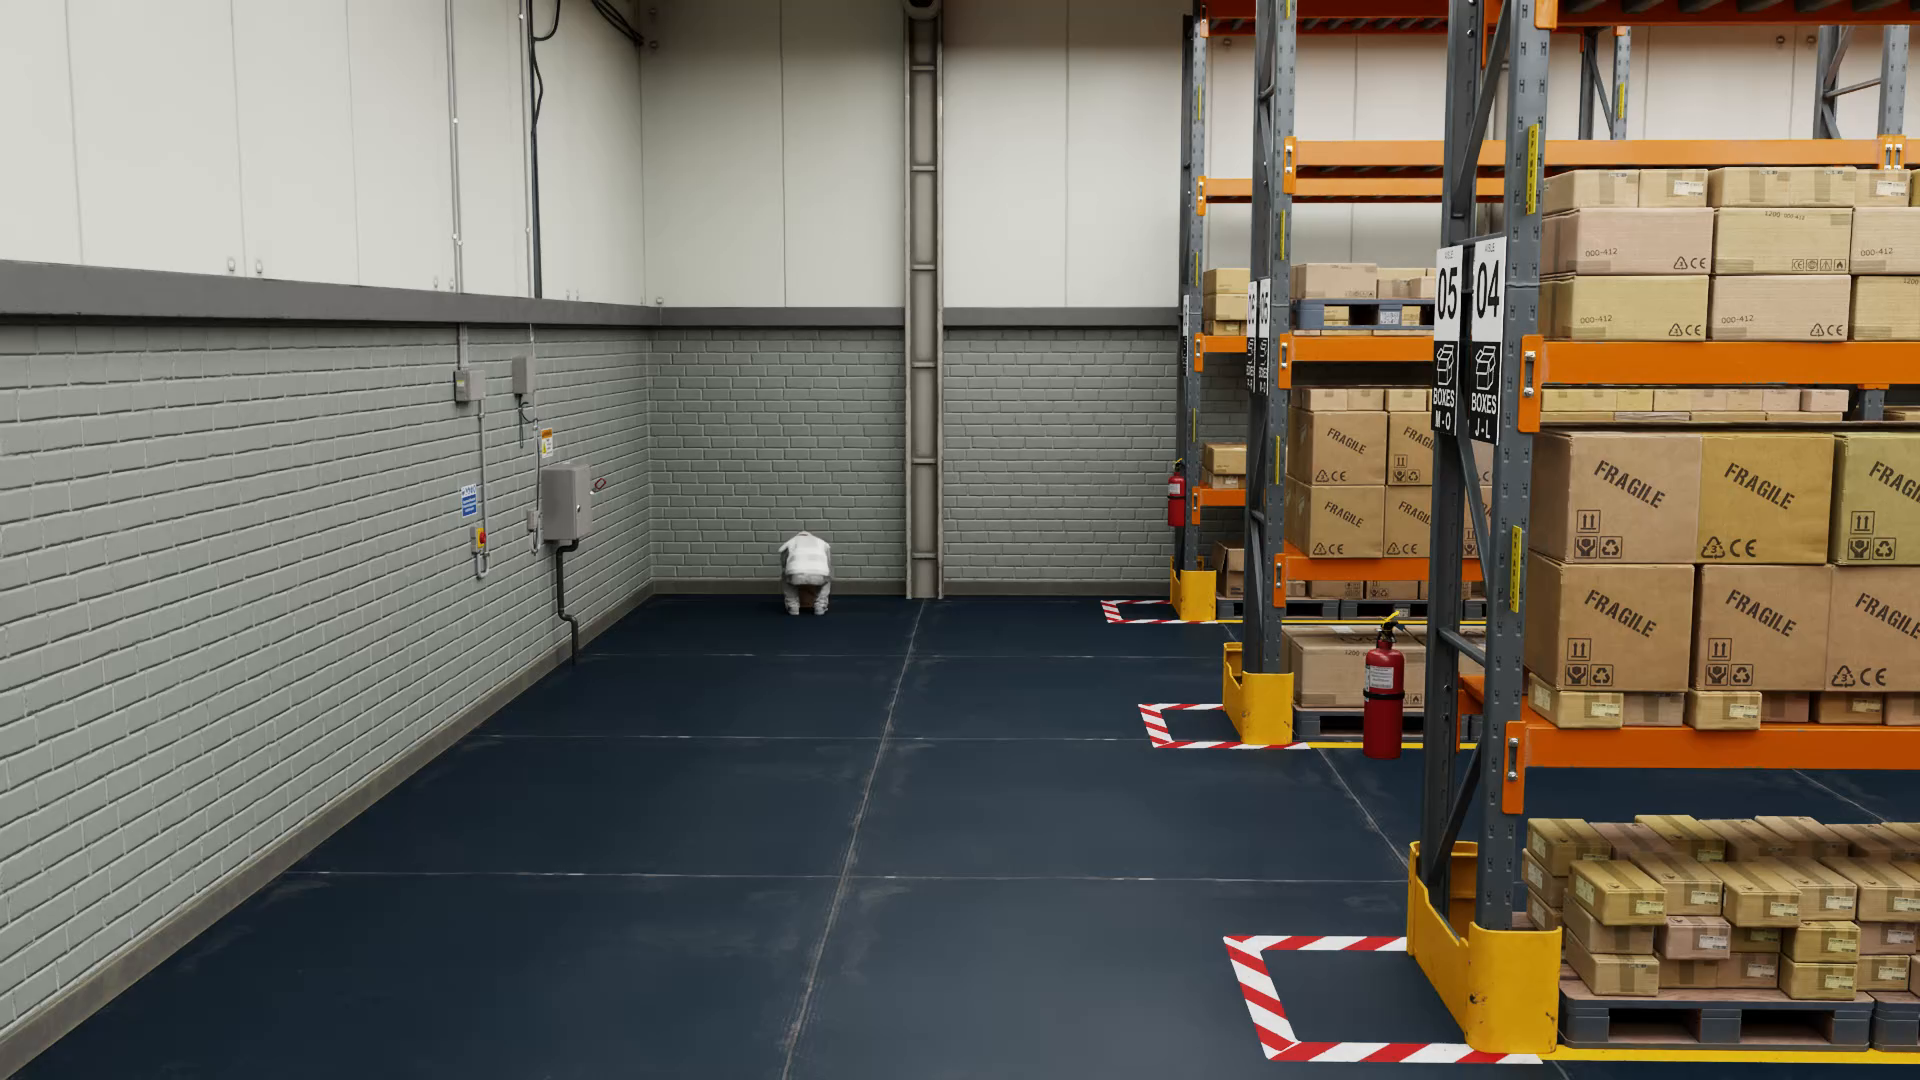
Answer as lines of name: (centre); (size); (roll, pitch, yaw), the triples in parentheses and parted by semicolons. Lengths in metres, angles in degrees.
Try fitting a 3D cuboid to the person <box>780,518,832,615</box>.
person: (-1.575, 0.238, 17.034); (0.528, 0.971, 0.972); (-1, 7, -6)
